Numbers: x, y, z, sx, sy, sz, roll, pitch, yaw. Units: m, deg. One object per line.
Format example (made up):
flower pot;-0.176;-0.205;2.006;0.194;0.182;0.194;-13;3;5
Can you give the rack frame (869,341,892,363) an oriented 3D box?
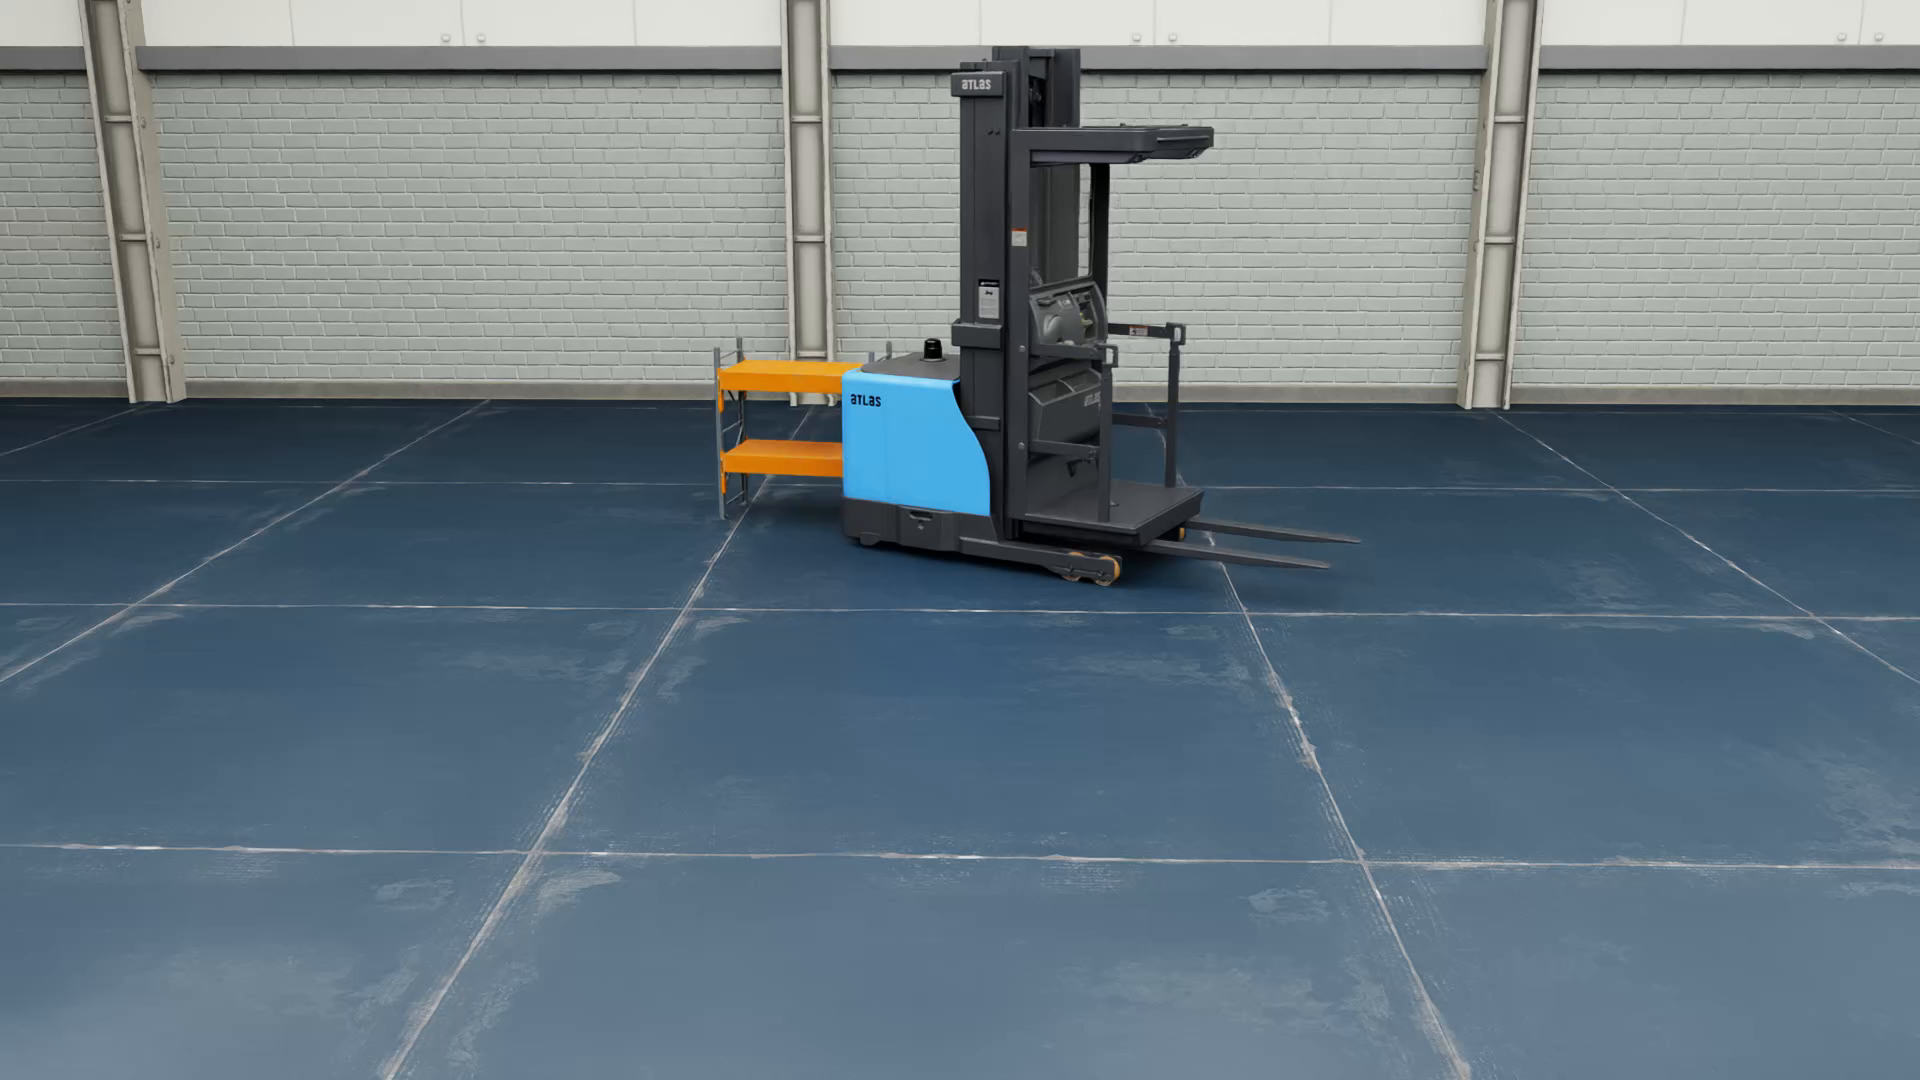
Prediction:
rack frame;-0.507;-0.689;10.748;0.032;1.125;0.500;3;15;11

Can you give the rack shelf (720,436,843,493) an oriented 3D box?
rack shelf;-1.005;-0.478;10.907;1.000;0.278;0.538;3;15;11

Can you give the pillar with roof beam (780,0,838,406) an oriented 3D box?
pillar with roof beam;-1.428;-4.494;9.732;0.400;9.000;9.100;0;15;1

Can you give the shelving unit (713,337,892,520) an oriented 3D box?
shelving unit;-1.005;-0.715;10.844;1.048;1.125;0.538;3;15;11

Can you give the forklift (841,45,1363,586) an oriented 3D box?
forklift;0.812;-1.314;9.576;3.031;2.935;1.130;8;17;28

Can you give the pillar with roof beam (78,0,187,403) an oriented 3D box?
pillar with roof beam;-7.426;-4.533;9.880;0.400;9.000;9.100;0;15;1

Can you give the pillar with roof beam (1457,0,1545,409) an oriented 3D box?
pillar with roof beam;4.570;-4.454;9.584;0.400;9.000;9.100;0;15;1

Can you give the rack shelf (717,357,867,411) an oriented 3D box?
rack shelf;-1.005;-0.998;10.770;1.000;0.278;0.538;3;15;11

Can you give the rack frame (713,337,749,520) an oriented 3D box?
rack frame;-1.504;-0.740;10.941;0.032;1.125;0.500;3;15;11
